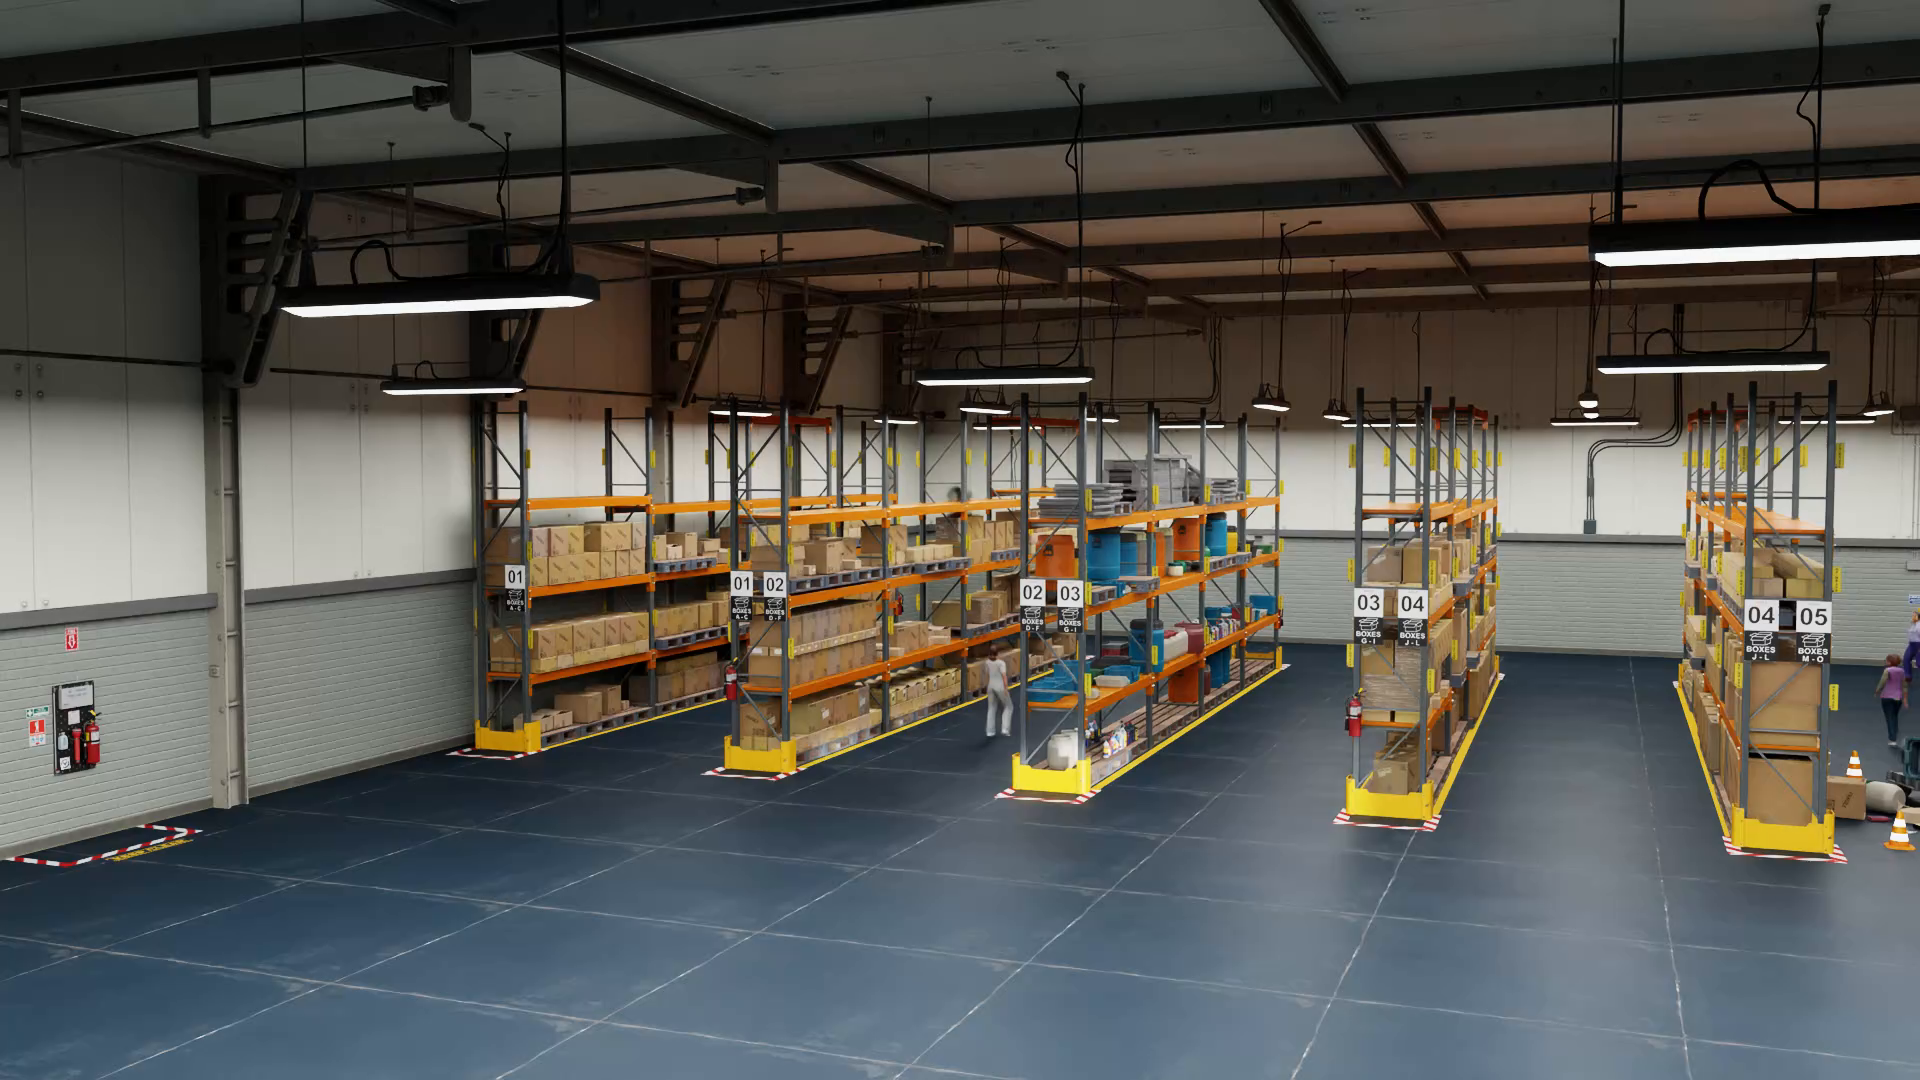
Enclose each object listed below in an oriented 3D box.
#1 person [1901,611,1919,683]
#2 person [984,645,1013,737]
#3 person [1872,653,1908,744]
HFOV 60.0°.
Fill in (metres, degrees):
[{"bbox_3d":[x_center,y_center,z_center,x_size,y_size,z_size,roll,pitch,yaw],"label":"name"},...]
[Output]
[{"bbox_3d":[21.297,2.389,36.974,0.736,1.583,0.557,0,3,5],"label":"person"},{"bbox_3d":[0.709,2.741,29.933,0.615,1.725,0.485,-2,4,-40],"label":"person"},{"bbox_3d":[16.252,2.769,29.015,0.502,1.604,0.722,1,3,10],"label":"person"}]
